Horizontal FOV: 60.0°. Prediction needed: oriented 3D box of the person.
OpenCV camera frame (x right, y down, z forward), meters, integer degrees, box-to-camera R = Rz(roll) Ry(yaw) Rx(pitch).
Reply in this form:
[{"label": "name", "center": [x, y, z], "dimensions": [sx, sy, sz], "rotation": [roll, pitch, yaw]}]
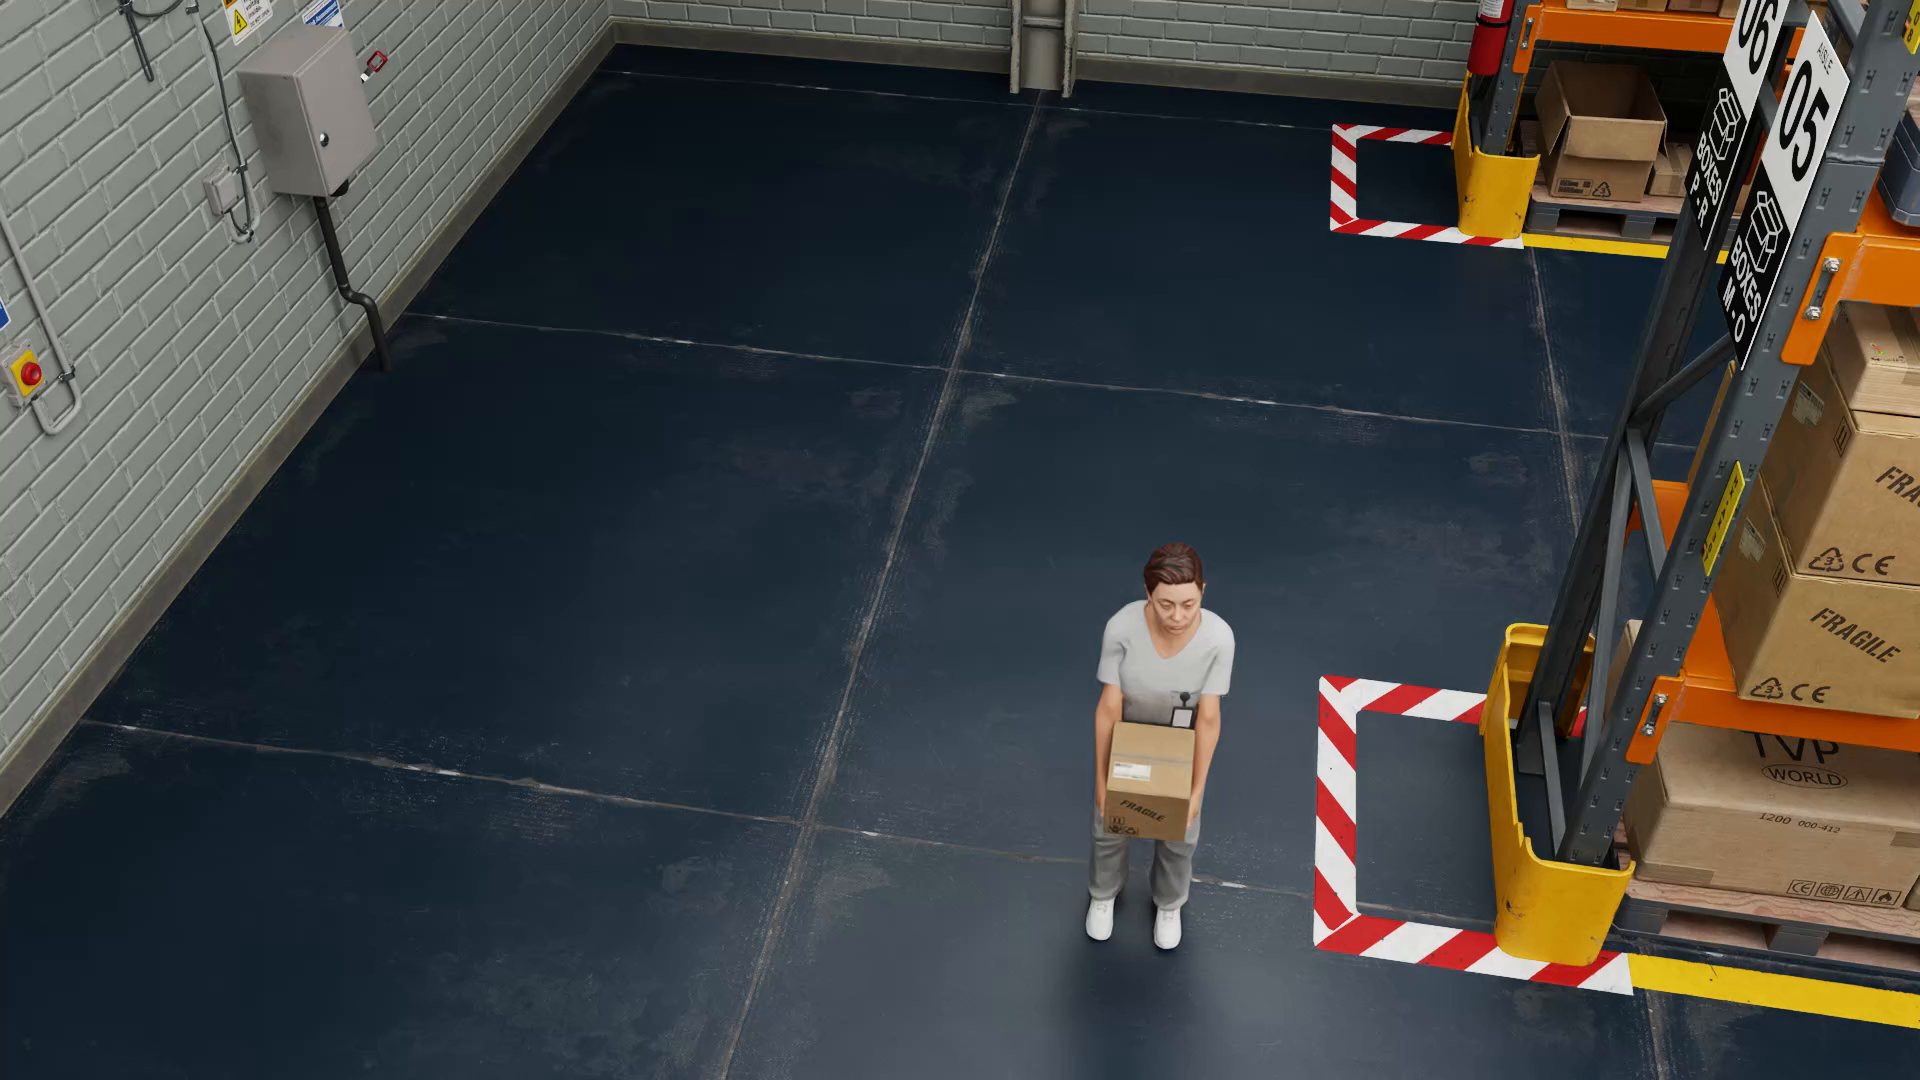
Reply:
[{"label": "person", "center": [0.618, 0.731, 5.319], "dimensions": [0.410, 1.668, 0.513], "rotation": [6, 41, 7]}]
